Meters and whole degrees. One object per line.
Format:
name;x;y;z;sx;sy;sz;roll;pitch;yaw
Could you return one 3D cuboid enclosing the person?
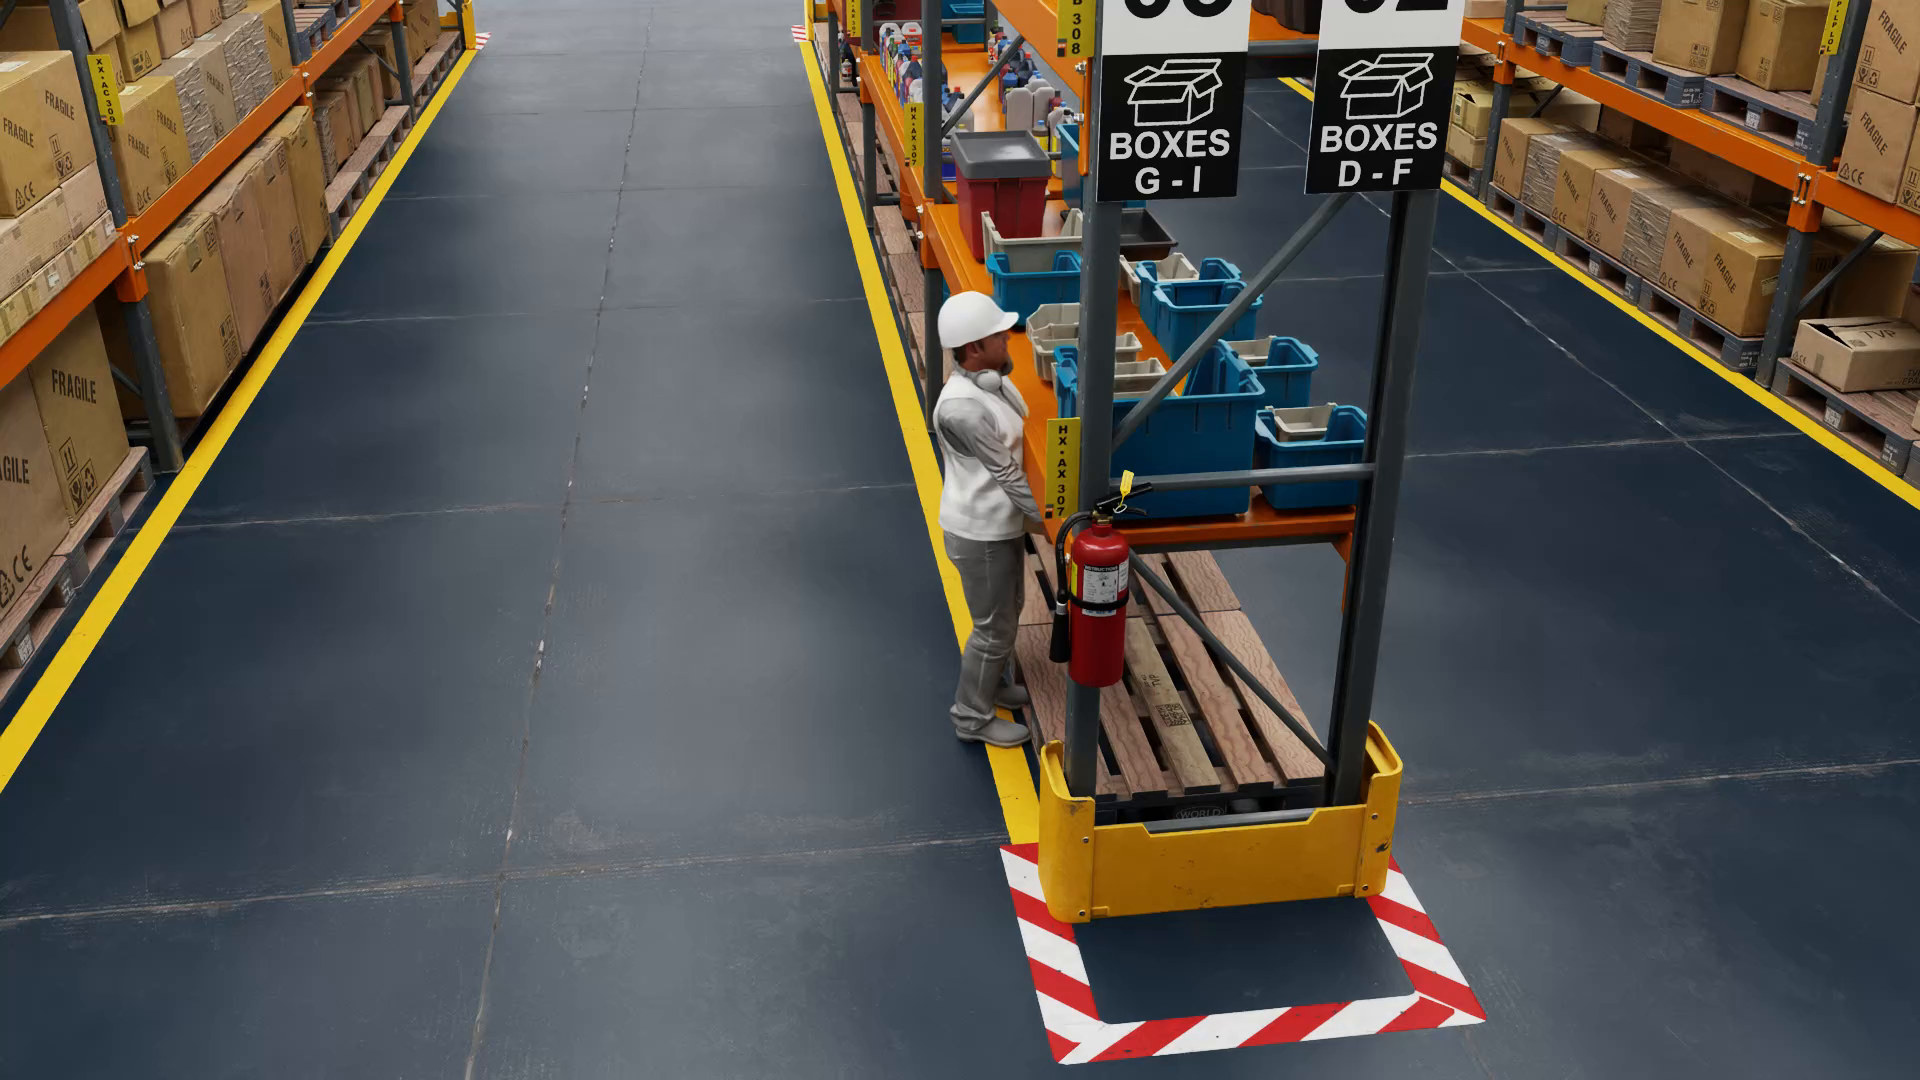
person;0.199;-0.072;6.240;0.563;1.762;0.494;4;27;9
